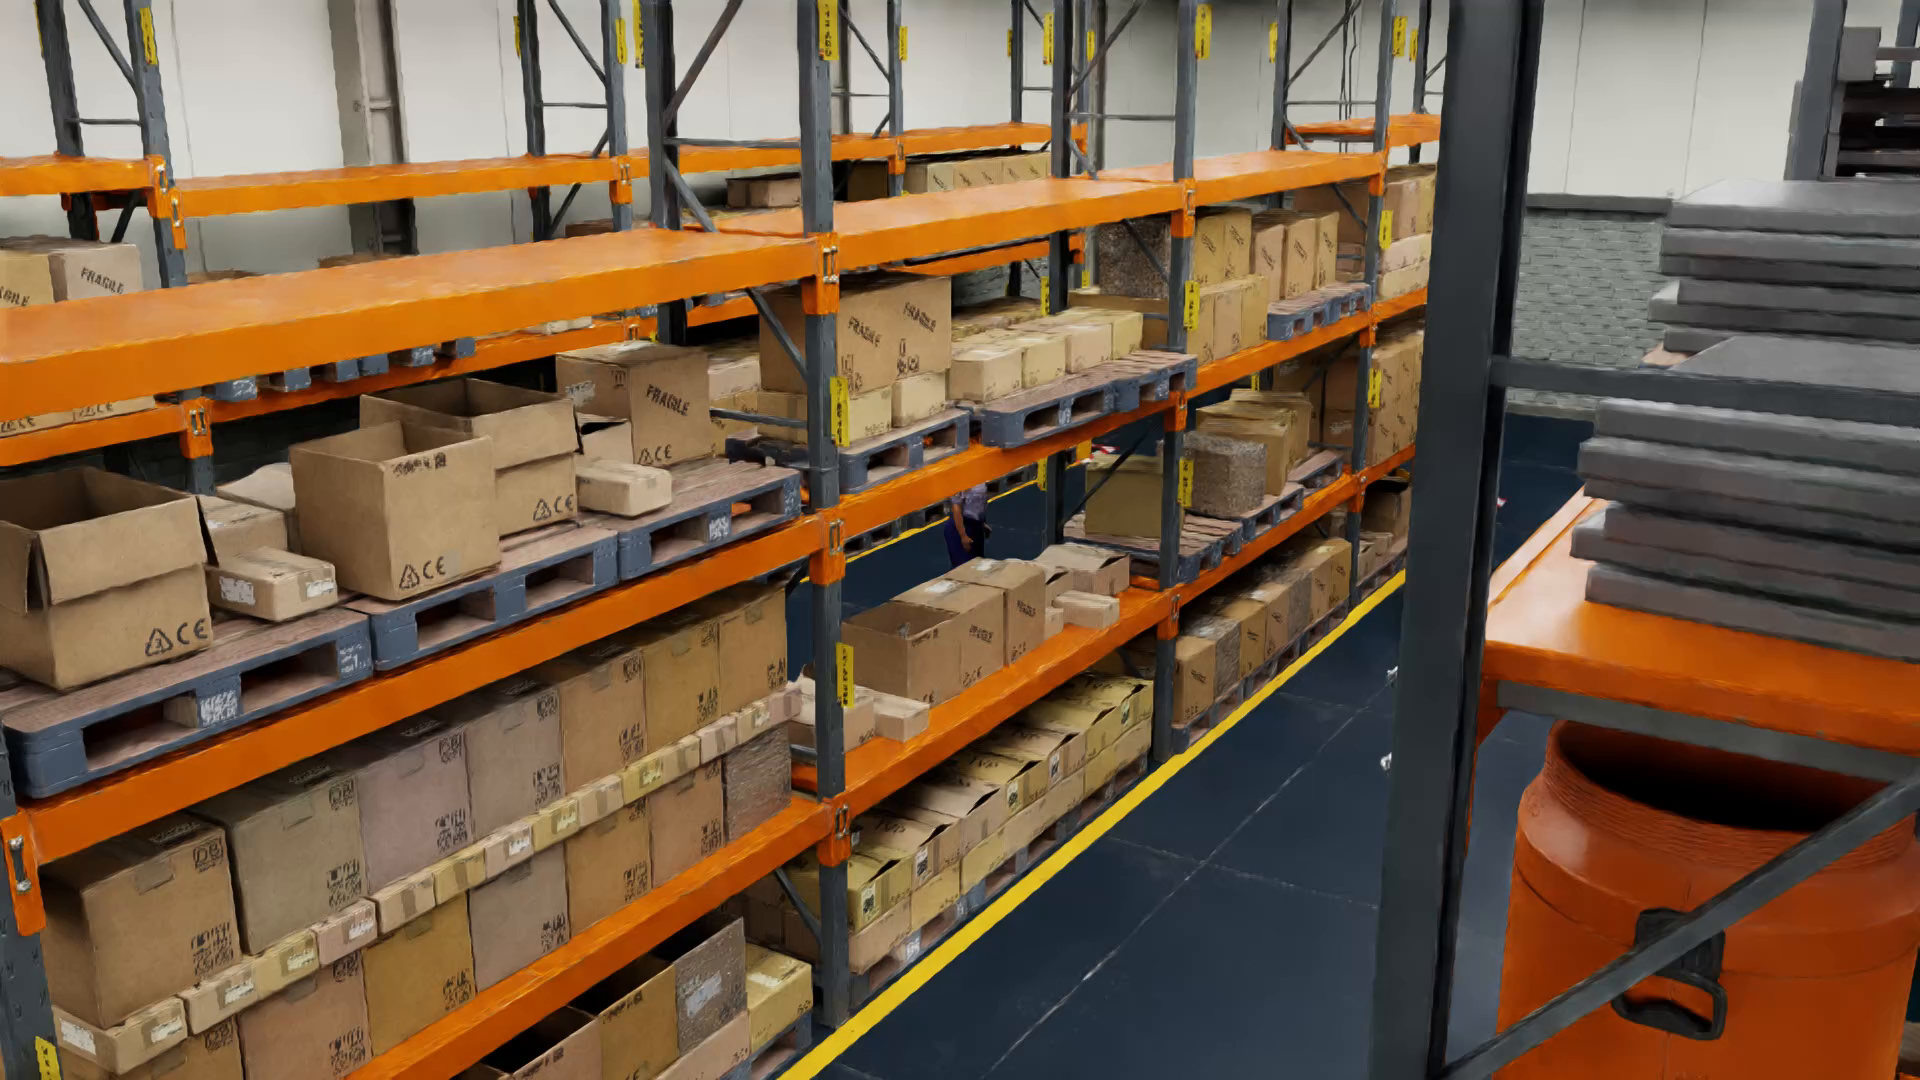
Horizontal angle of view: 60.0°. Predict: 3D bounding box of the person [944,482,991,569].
[{"bbox_3d":[0.078,-0.057,14.753,0.399,1.684,0.515,5,17,17],"label":"person"}]
